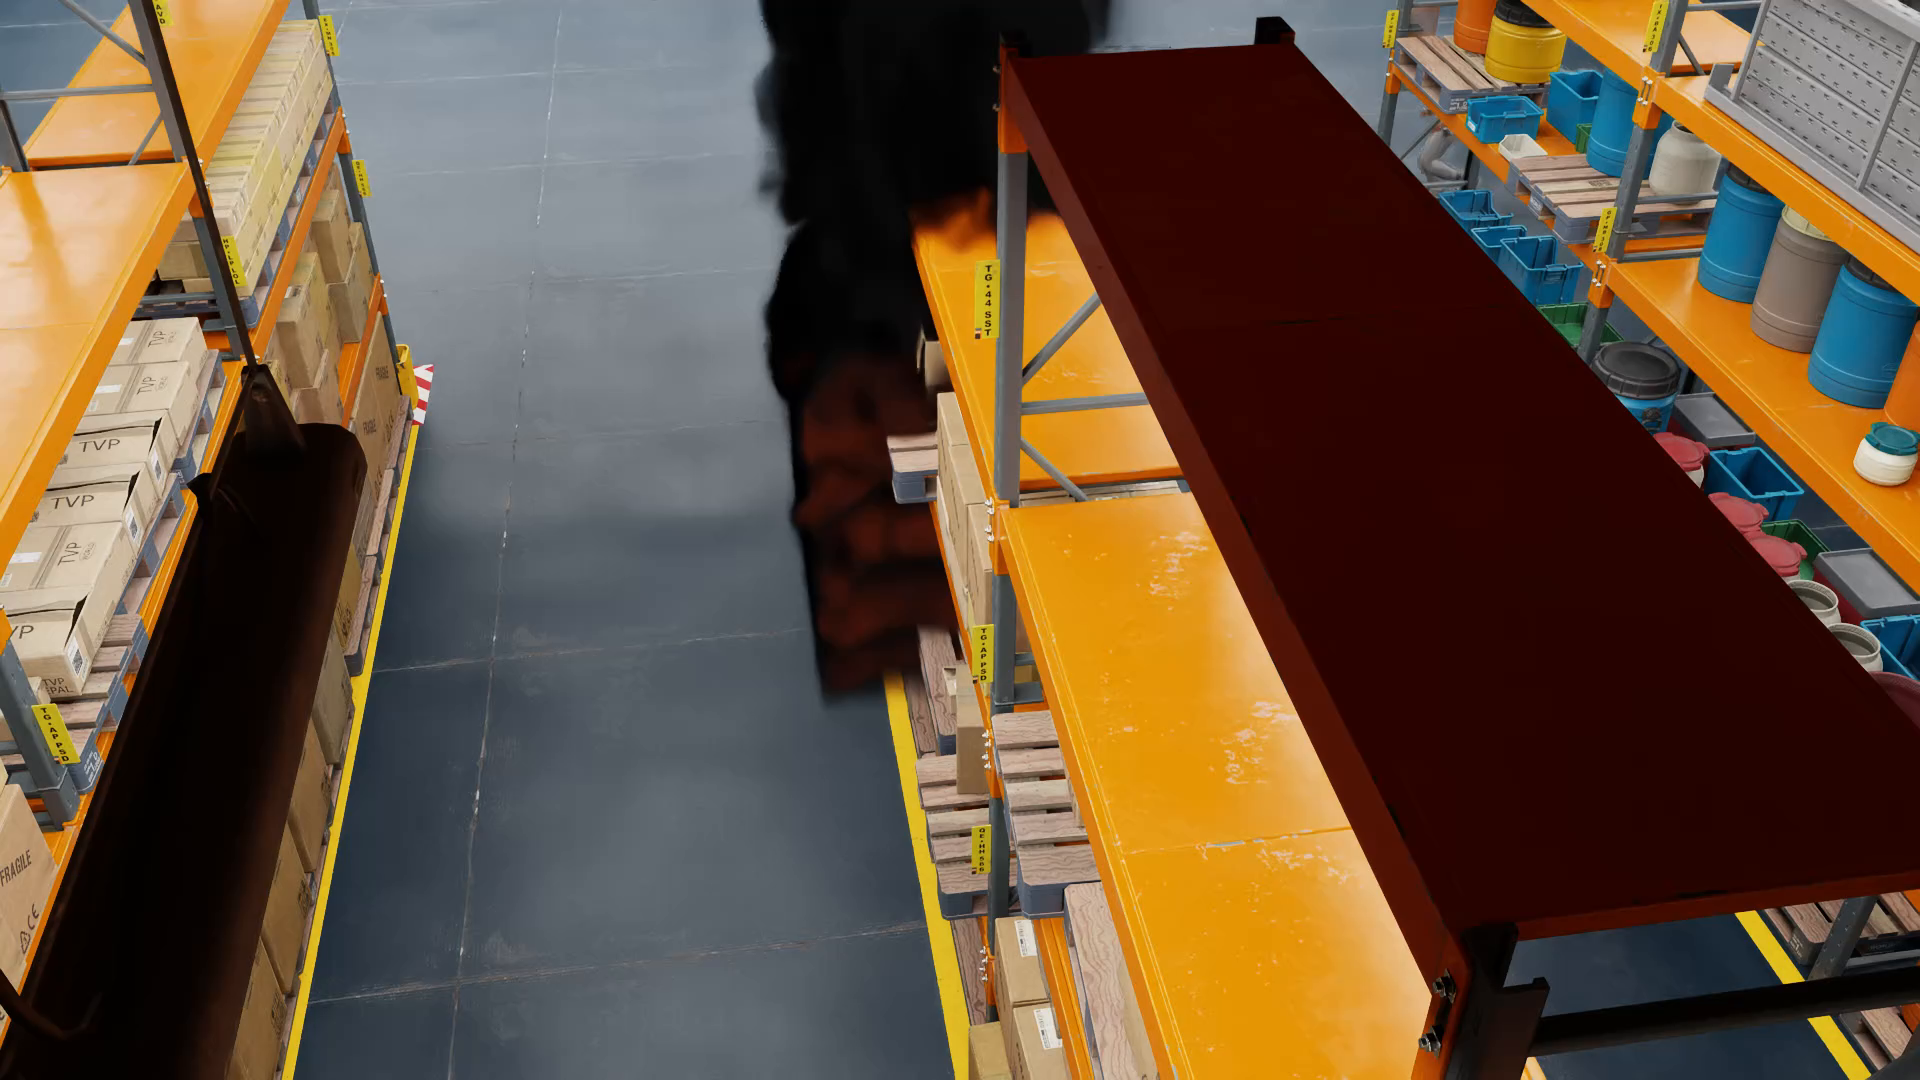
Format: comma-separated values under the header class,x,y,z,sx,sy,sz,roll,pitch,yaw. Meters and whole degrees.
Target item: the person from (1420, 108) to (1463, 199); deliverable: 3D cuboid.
class,x,y,z,sx,sy,sz,roll,pitch,yaw
person,5.306,-4.506,18.192,0.551,1.651,0.572,6,37,8
